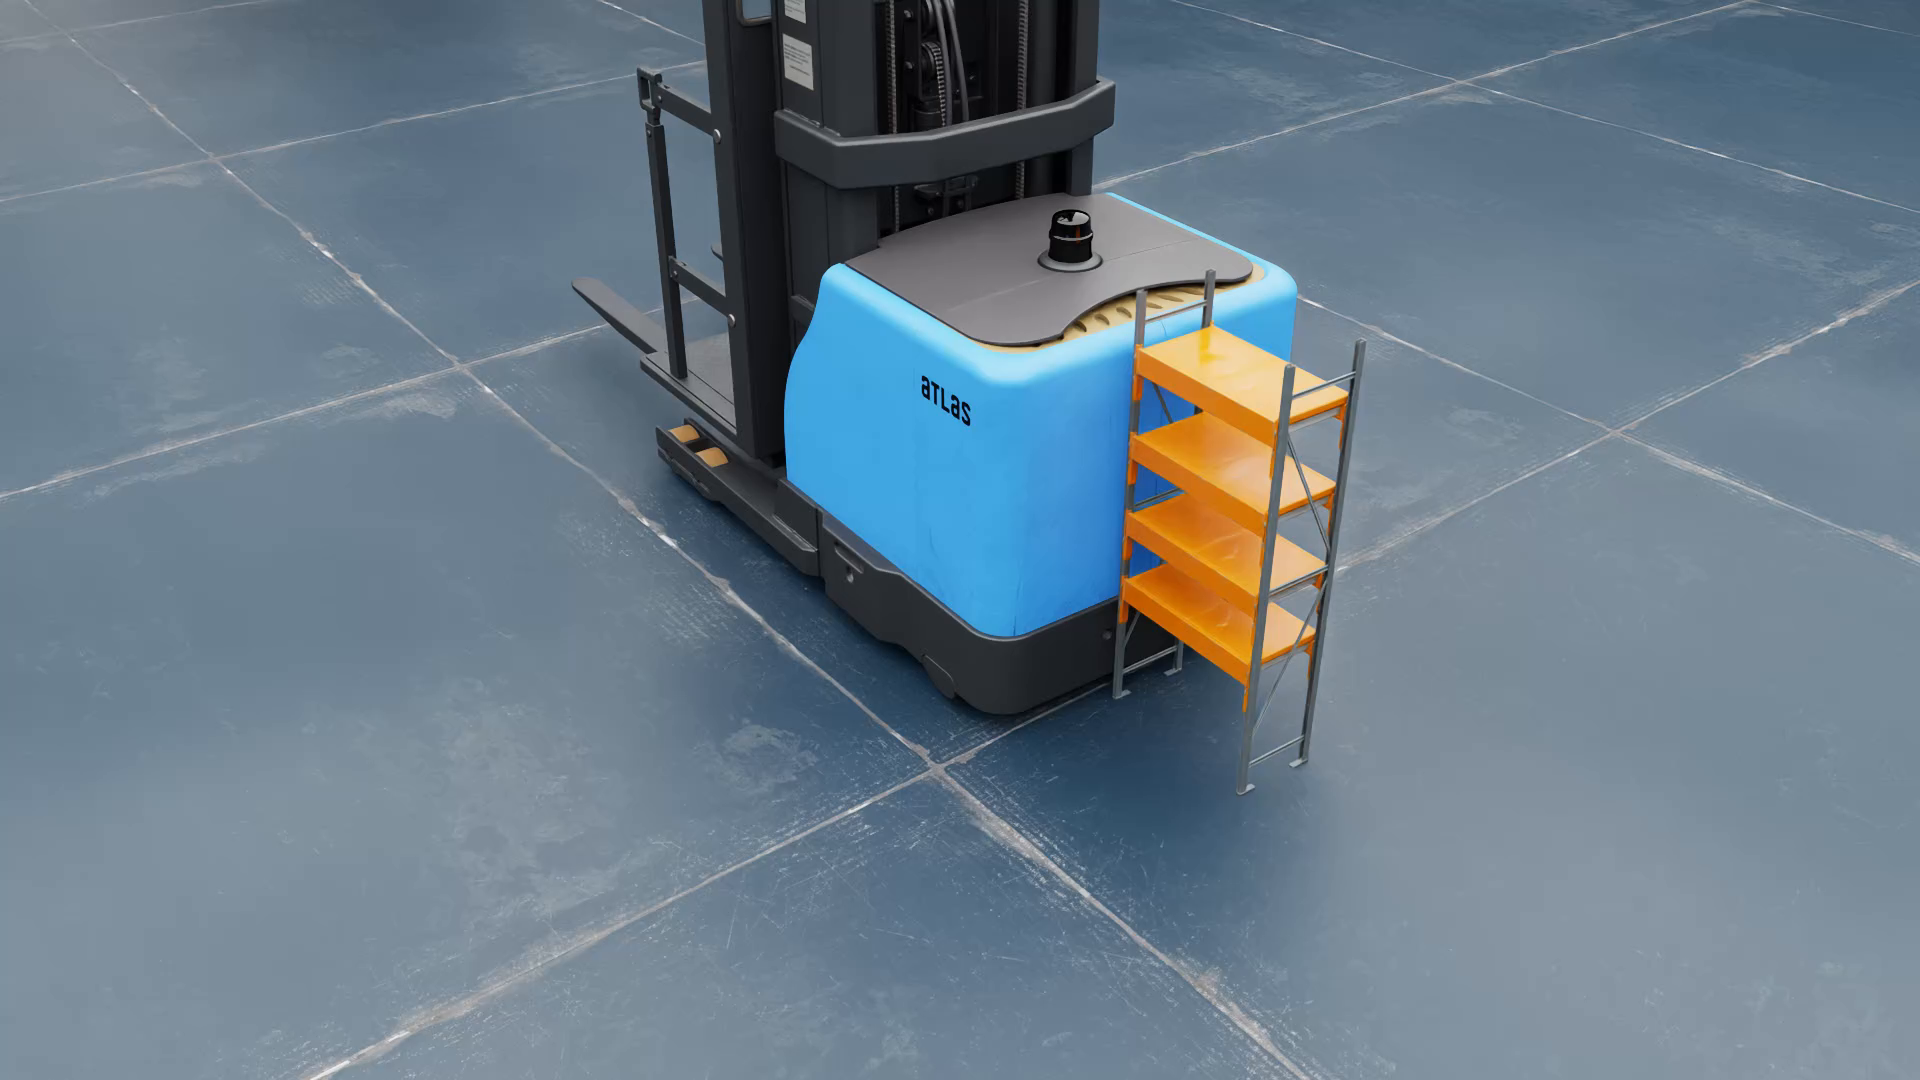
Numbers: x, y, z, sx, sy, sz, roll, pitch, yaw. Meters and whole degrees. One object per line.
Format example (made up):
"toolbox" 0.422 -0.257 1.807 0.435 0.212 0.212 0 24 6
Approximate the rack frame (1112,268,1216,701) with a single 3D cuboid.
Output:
"rack frame" 0.519 -0.111 4.291 0.240 1.200 0.015 -21 37 -29

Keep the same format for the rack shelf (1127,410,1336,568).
"rack shelf" 0.660 -0.139 4.039 0.258 0.148 0.480 -21 37 -29

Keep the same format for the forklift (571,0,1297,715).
"forklift" -0.360 -1.513 4.908 1.130 2.935 3.031 -21 37 -29

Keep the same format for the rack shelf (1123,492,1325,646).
"rack shelf" 0.660 0.051 4.158 0.258 0.148 0.480 -21 37 -29

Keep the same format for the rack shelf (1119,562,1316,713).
"rack shelf" 0.660 0.220 4.262 0.258 0.148 0.480 -21 37 -29

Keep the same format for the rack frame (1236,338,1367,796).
"rack frame" 0.801 0.099 3.953 0.240 1.200 0.015 -21 37 -29

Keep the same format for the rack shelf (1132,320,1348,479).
"rack shelf" 0.660 -0.340 3.915 0.258 0.148 0.480 -21 37 -29

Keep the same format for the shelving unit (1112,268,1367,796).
"shelving unit" 0.660 -0.006 4.122 0.258 1.200 0.503 -21 37 -29
